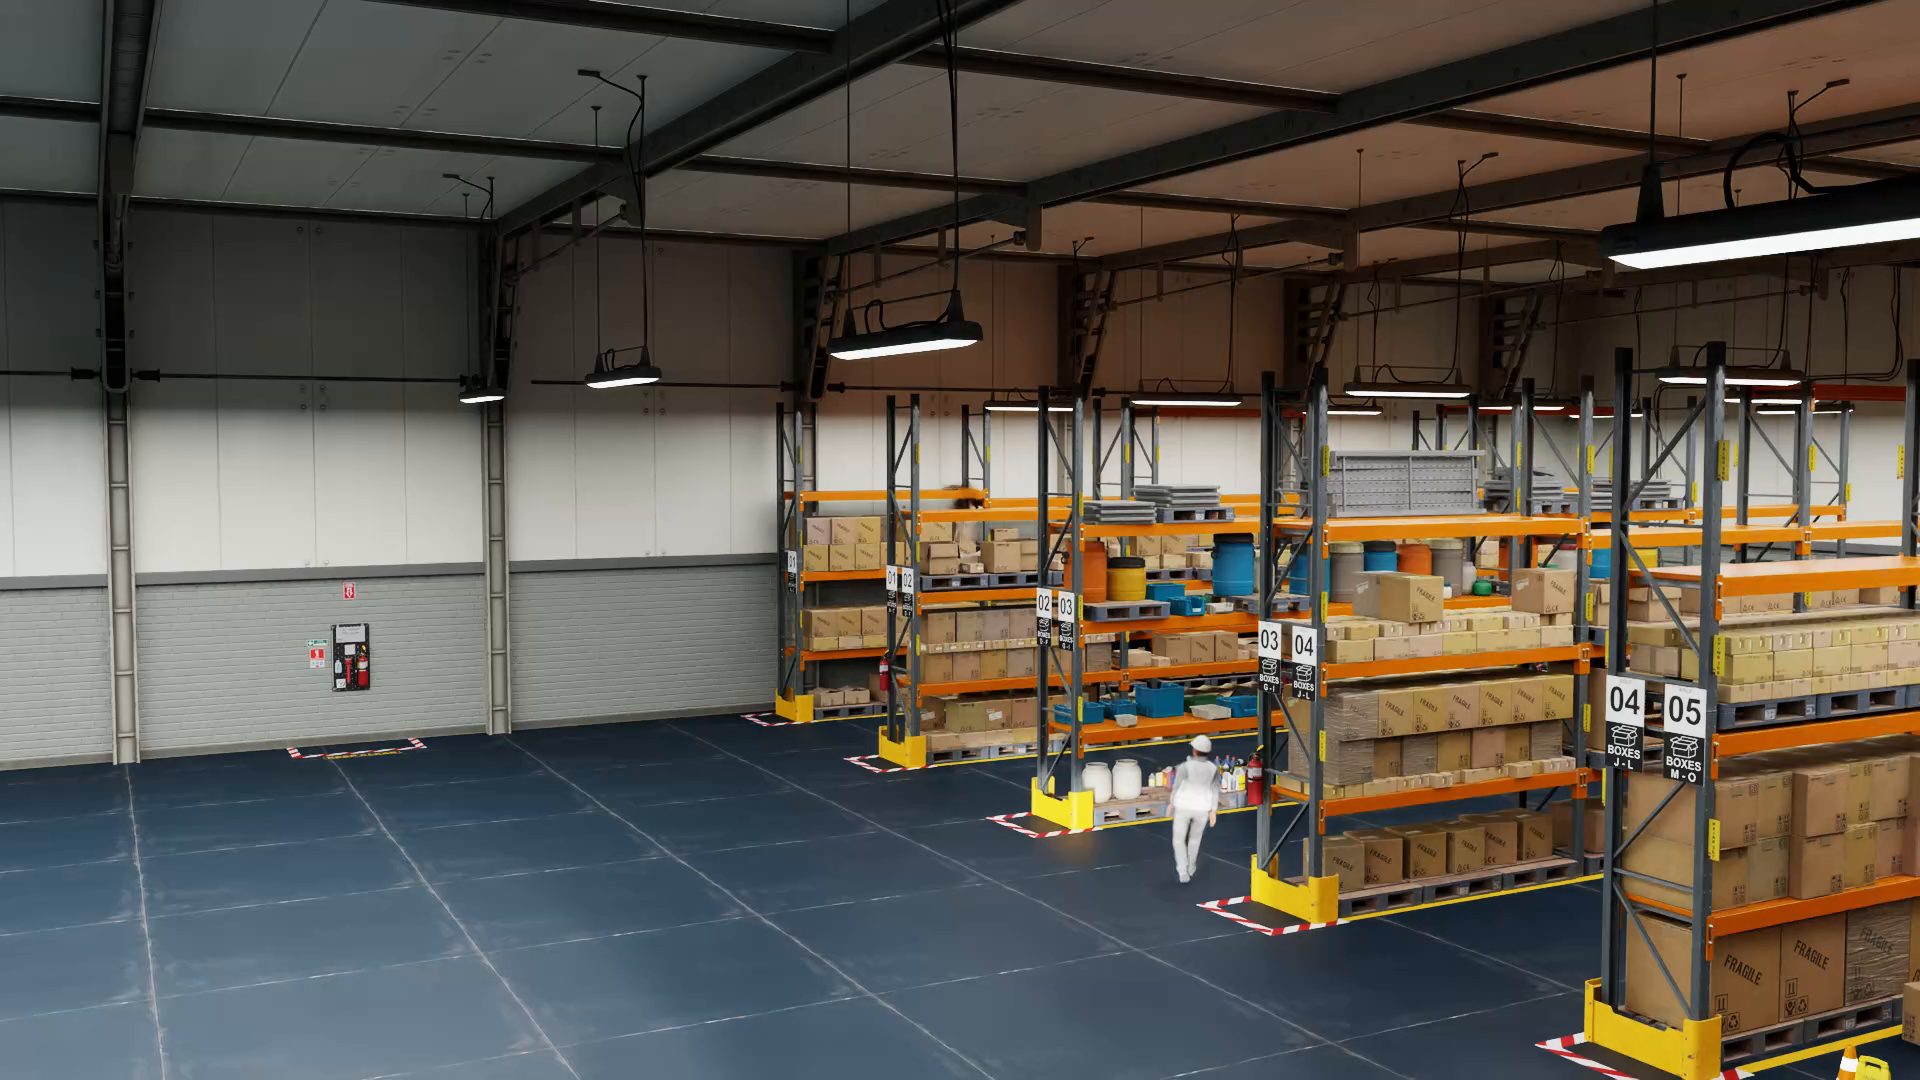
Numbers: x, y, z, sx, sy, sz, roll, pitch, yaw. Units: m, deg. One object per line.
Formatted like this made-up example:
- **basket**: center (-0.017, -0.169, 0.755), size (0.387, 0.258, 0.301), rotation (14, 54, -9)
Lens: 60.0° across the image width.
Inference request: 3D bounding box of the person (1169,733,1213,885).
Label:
- **person**: center (2.771, 3.173, 19.670), size (0.599, 1.774, 0.683), rotation (-2, 4, -33)
